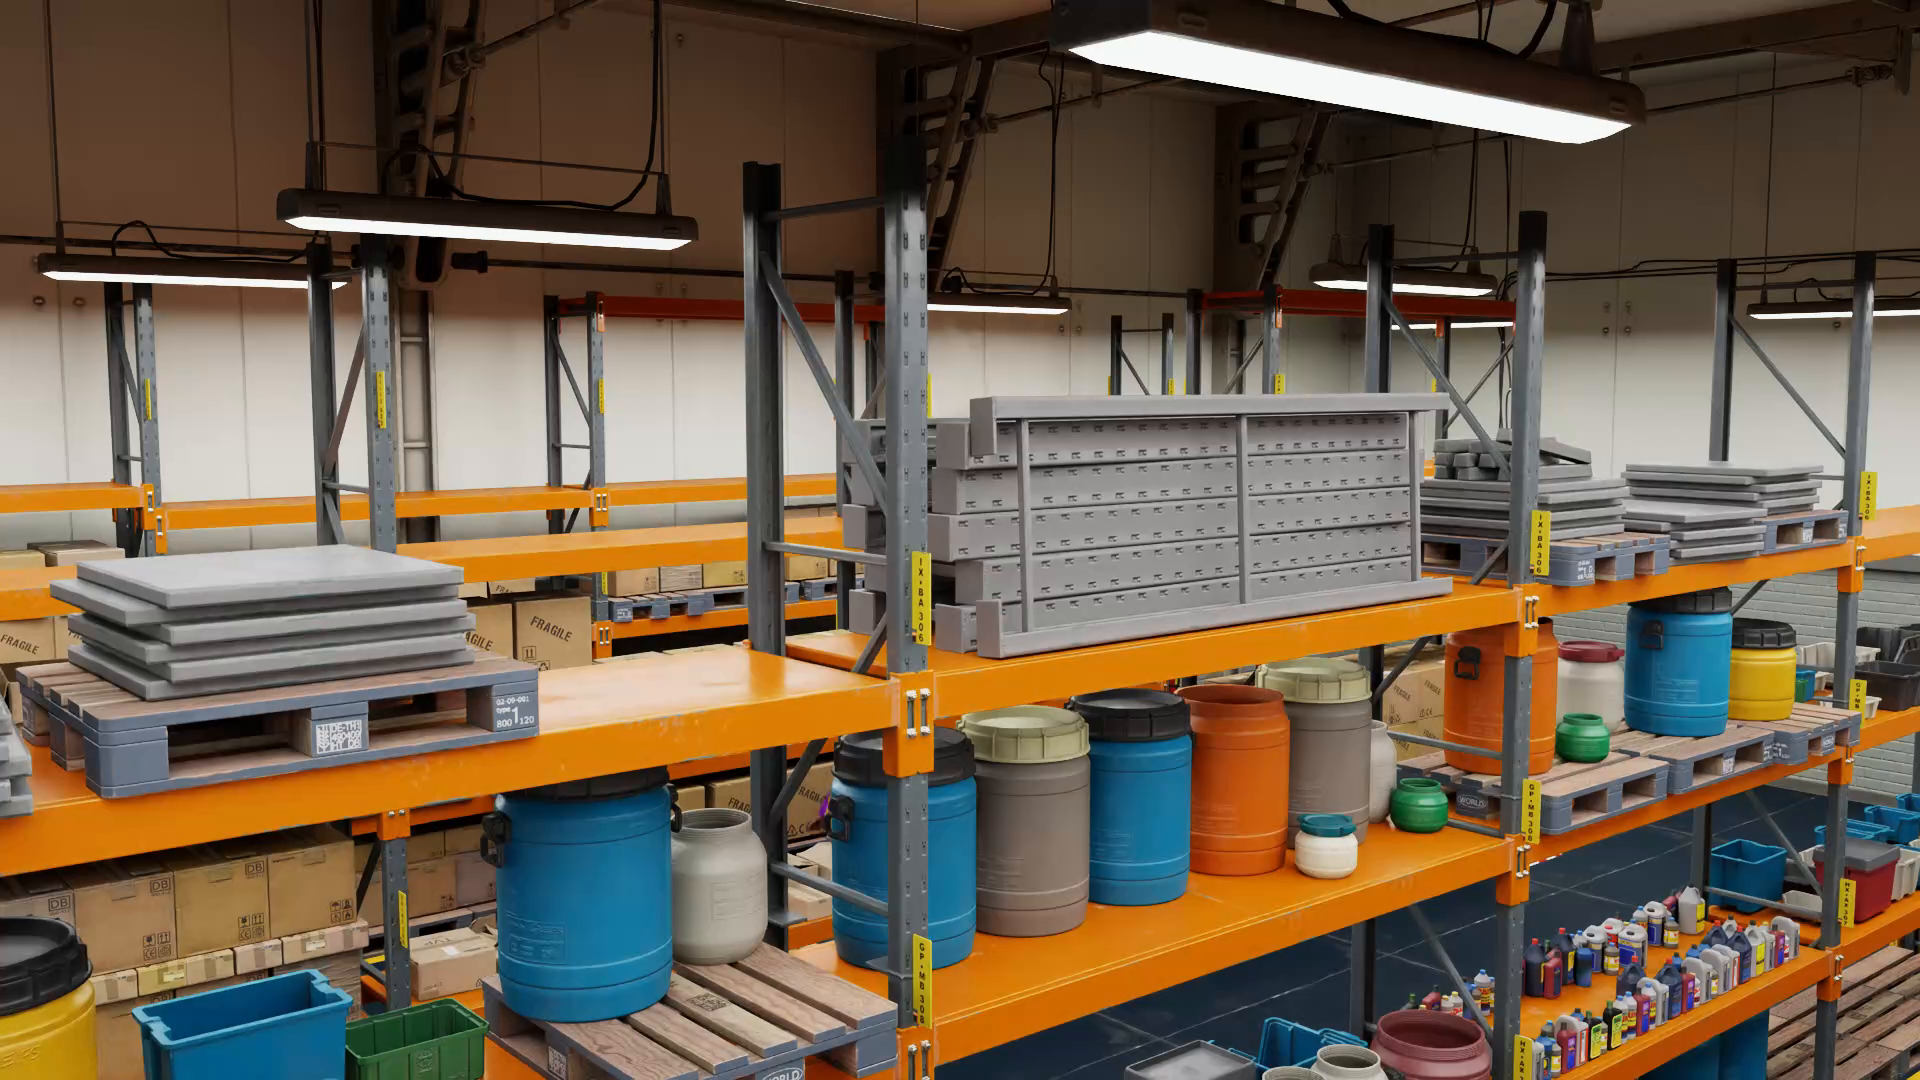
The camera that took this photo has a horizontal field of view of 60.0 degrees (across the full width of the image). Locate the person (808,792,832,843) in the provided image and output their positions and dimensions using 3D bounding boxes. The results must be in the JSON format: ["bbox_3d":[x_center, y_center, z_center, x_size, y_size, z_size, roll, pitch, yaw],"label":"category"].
[{"bbox_3d":[-0.989,2.857,14.845,0.783,1.831,0.720,-5,7,-40],"label":"person"}]
